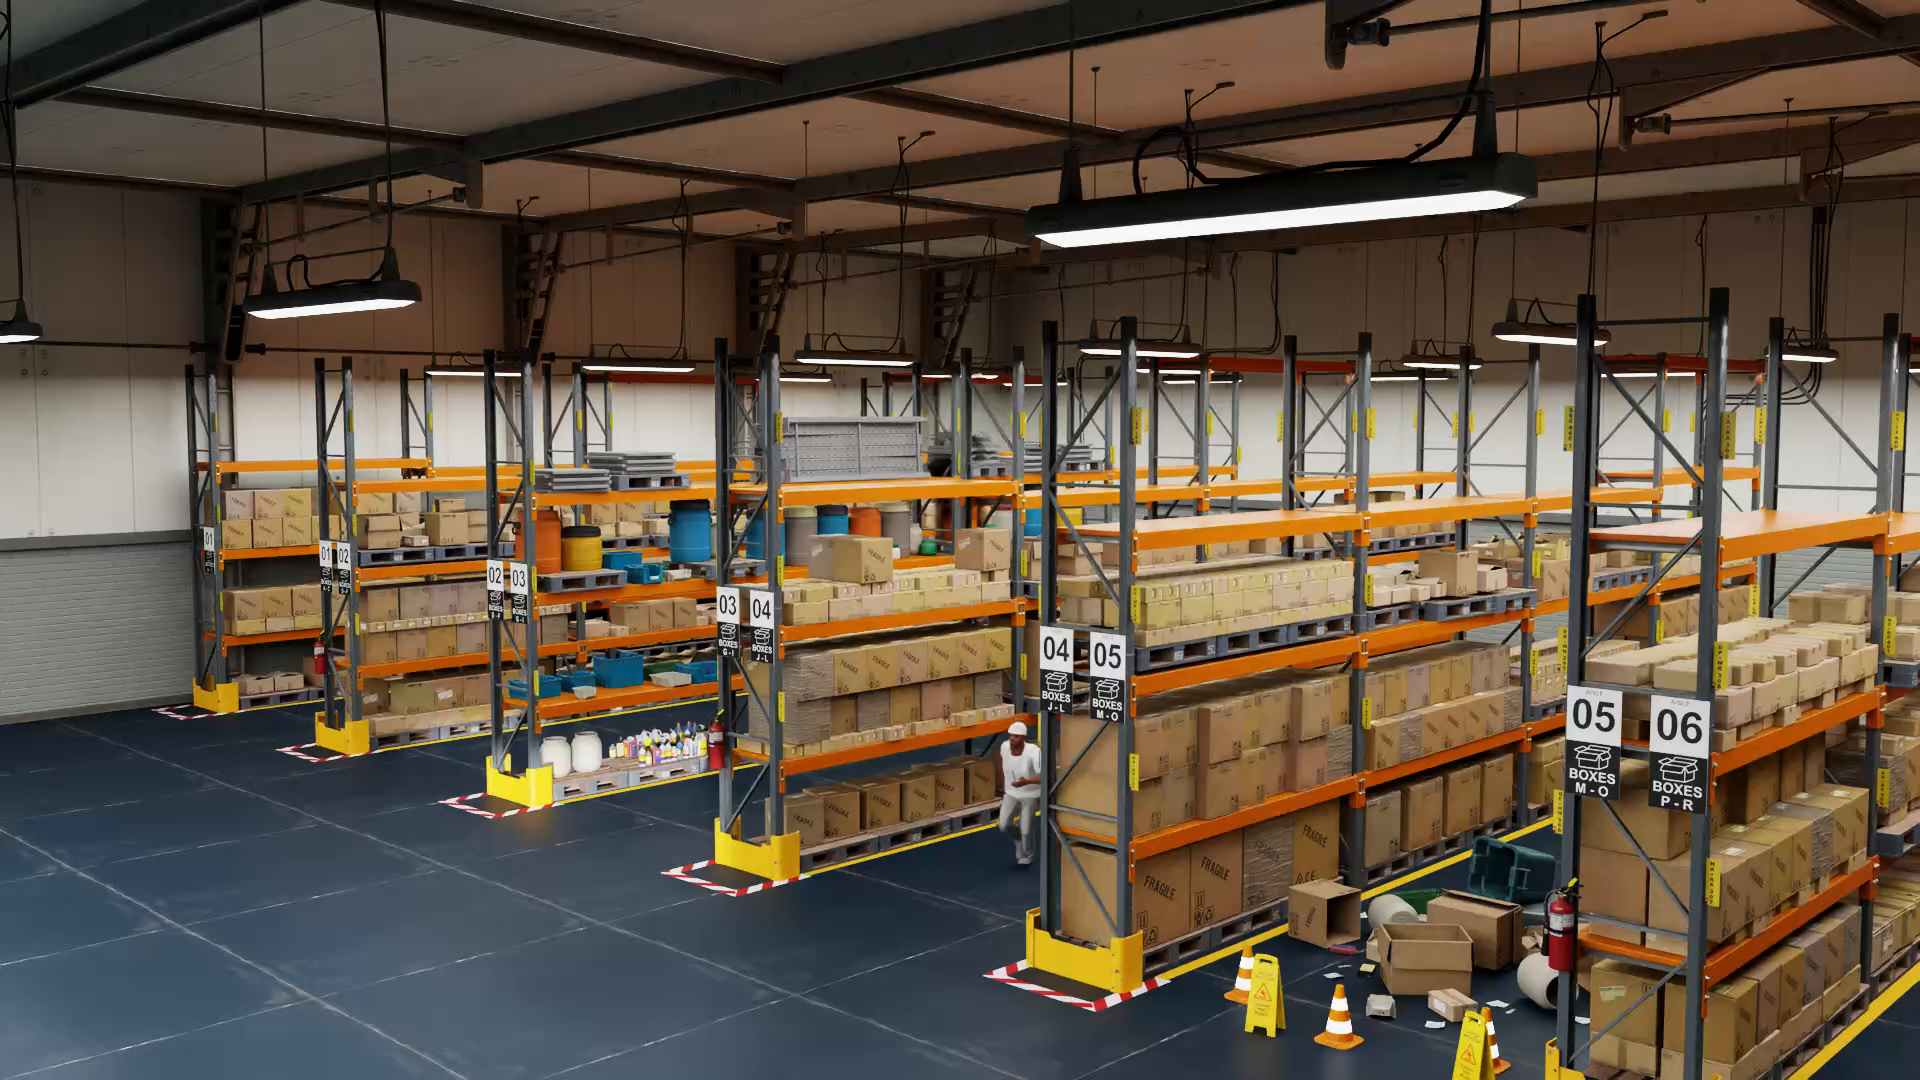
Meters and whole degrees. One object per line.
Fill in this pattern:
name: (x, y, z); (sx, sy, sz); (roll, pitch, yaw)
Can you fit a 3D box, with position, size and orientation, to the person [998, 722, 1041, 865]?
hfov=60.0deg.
person: (0.678, 2.863, 18.718); (0.655, 1.680, 0.736); (2, 5, 25)
